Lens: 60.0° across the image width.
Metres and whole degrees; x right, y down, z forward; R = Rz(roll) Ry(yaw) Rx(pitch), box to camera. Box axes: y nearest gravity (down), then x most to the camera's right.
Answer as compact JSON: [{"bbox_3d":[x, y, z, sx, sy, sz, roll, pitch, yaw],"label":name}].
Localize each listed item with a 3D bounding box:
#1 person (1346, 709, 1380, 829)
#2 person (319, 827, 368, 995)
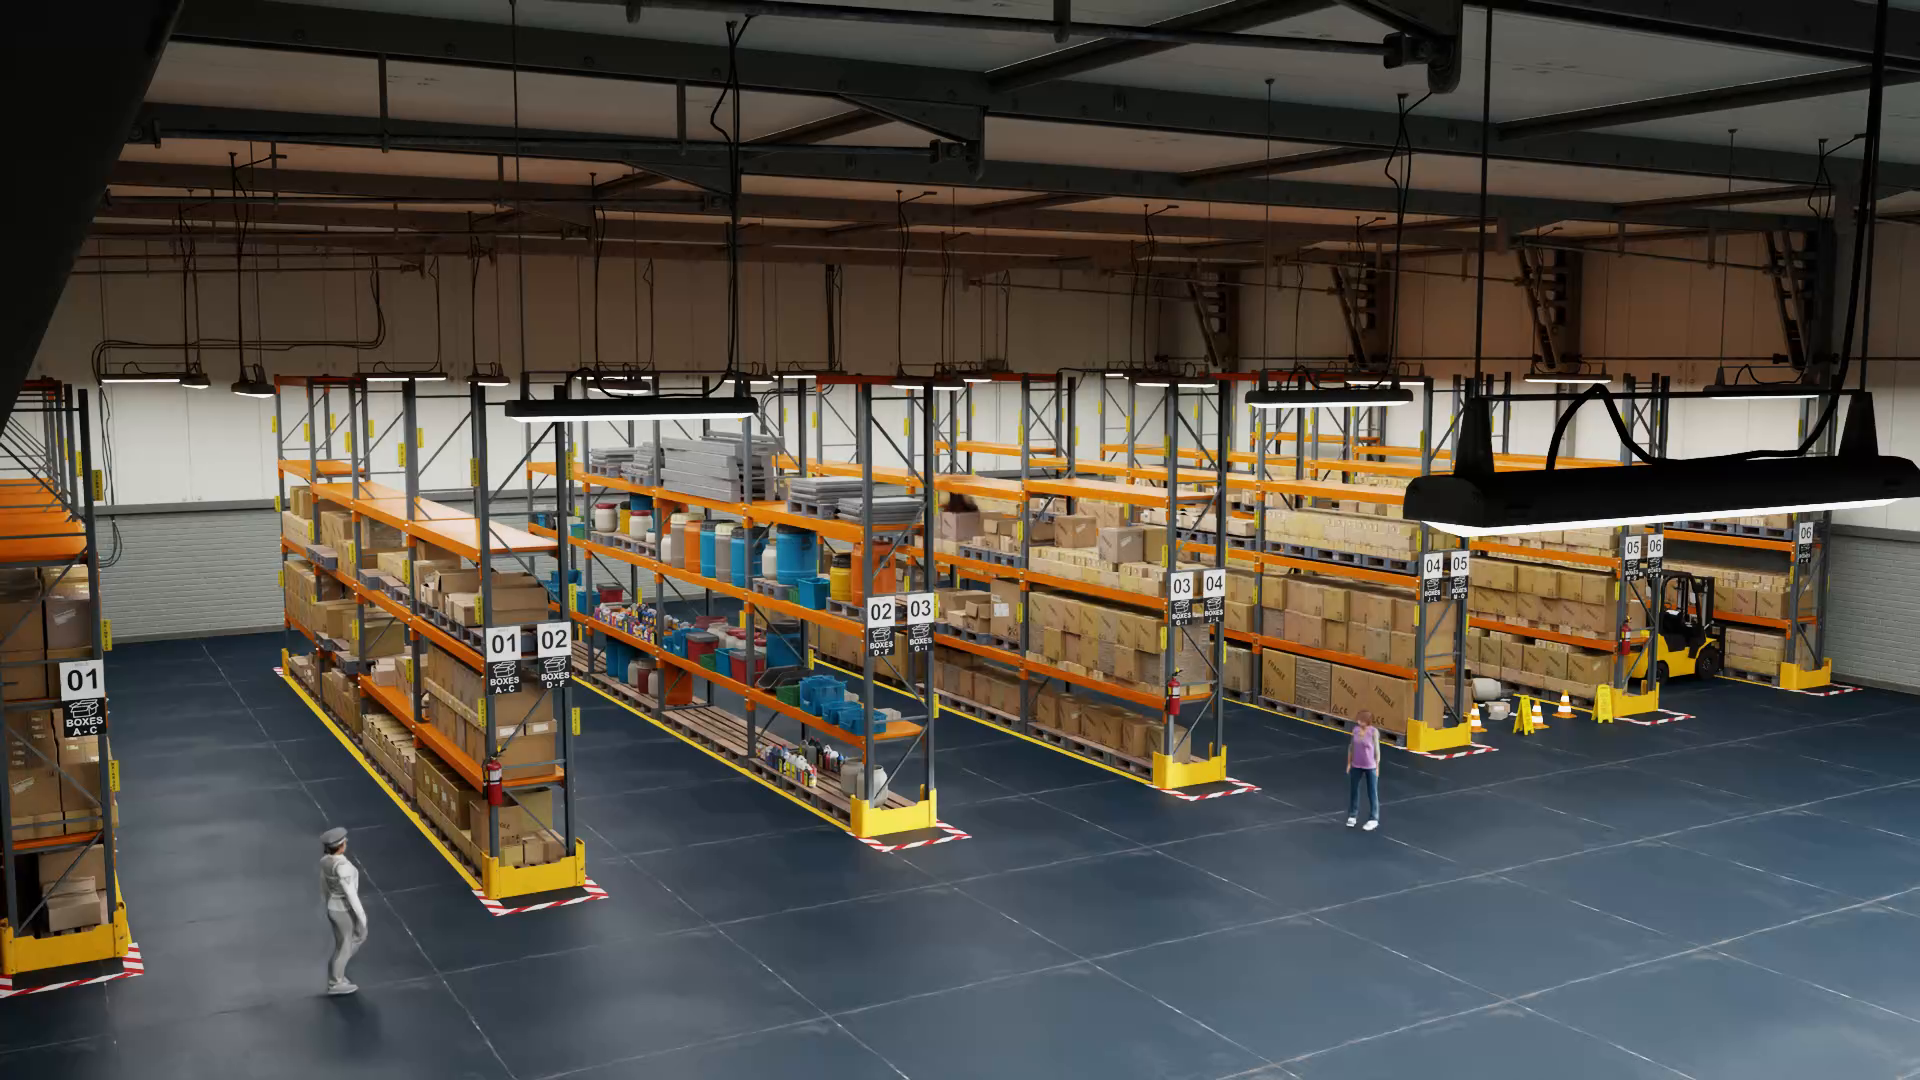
[{"bbox_3d":[5.428,3.078,22.451,0.444,1.600,0.381,4,7,33],"label":"person"},{"bbox_3d":[-6.113,3.679,16.515,0.443,1.675,0.472,-3,7,-22],"label":"person"}]
